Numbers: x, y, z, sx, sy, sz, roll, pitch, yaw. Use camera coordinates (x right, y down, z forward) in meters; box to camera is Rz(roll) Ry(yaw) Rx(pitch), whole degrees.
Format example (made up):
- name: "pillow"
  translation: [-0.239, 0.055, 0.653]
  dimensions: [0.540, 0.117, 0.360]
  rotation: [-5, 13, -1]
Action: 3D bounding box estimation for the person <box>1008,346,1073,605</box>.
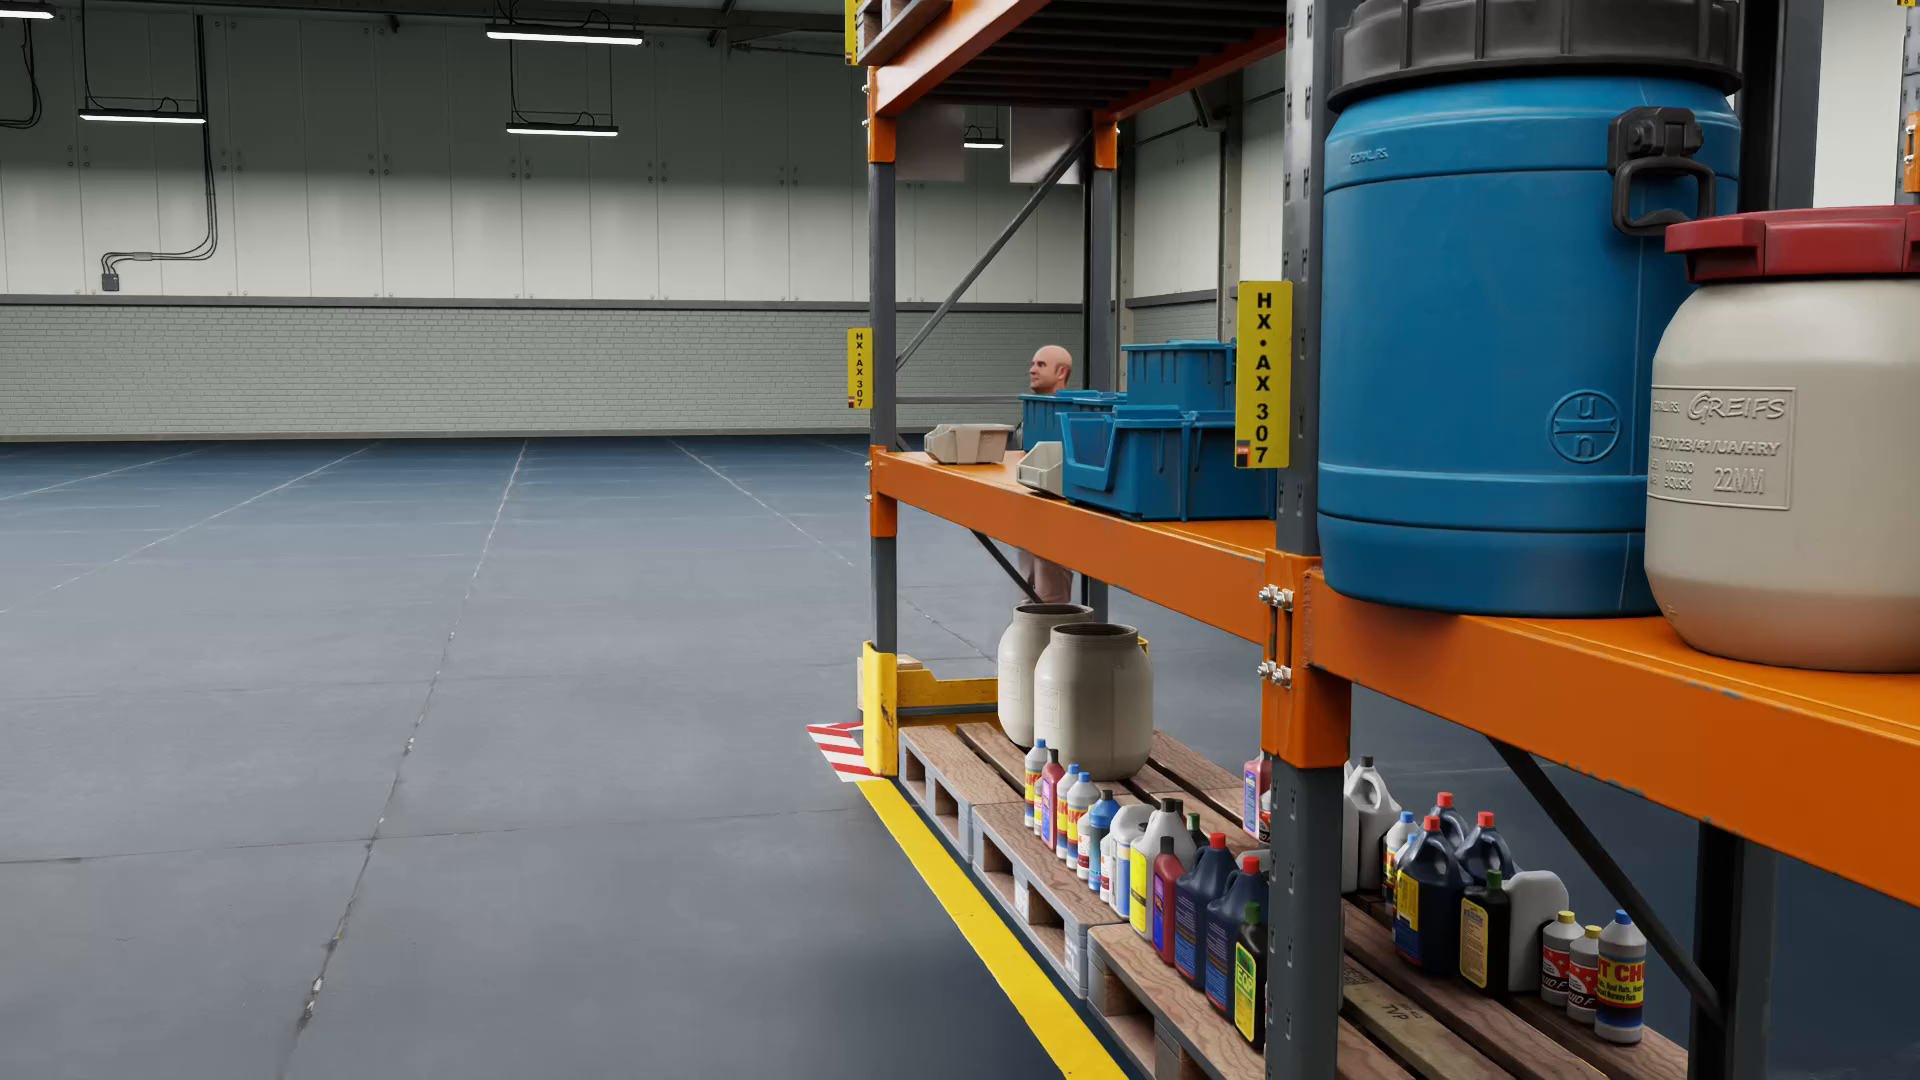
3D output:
- name: "person"
  translation: [0.398, -0.079, 8.104]
  dimensions: [0.407, 1.727, 0.546]
  rotation: [-2, 6, -21]
